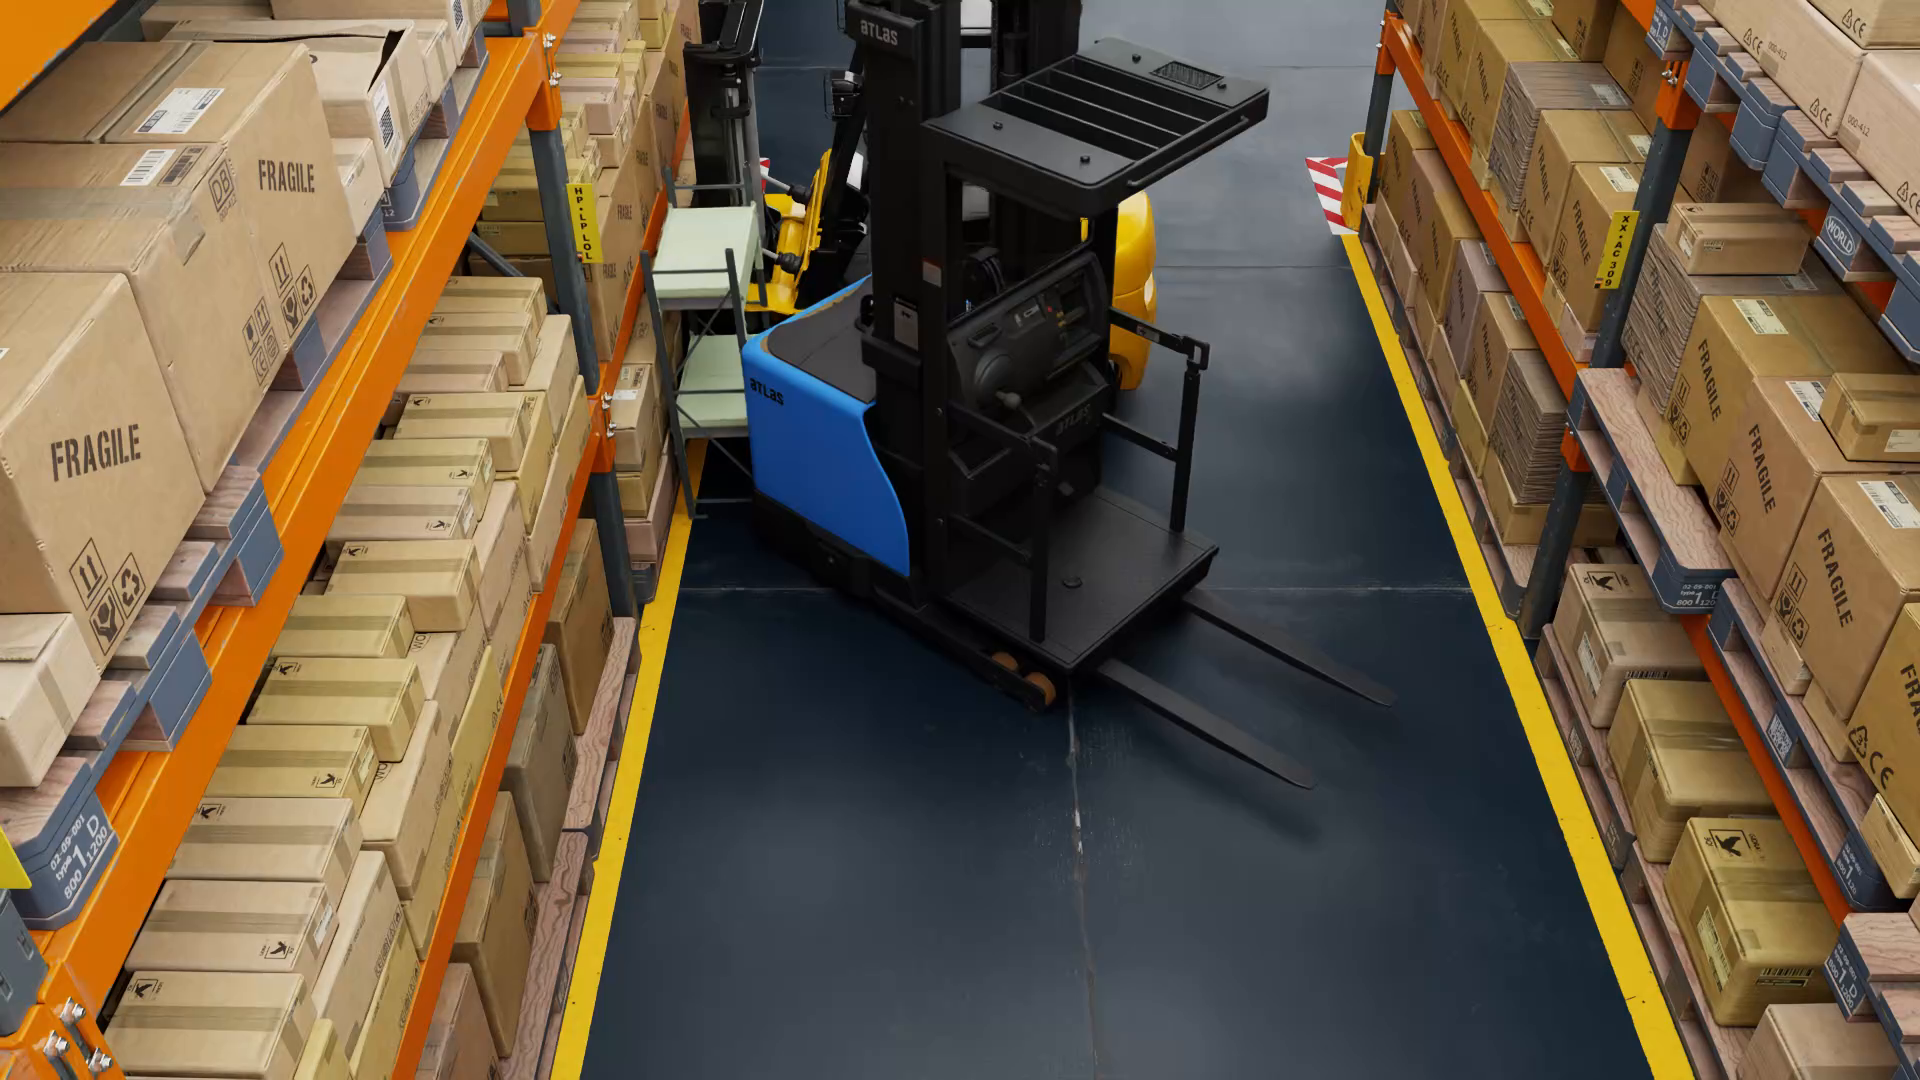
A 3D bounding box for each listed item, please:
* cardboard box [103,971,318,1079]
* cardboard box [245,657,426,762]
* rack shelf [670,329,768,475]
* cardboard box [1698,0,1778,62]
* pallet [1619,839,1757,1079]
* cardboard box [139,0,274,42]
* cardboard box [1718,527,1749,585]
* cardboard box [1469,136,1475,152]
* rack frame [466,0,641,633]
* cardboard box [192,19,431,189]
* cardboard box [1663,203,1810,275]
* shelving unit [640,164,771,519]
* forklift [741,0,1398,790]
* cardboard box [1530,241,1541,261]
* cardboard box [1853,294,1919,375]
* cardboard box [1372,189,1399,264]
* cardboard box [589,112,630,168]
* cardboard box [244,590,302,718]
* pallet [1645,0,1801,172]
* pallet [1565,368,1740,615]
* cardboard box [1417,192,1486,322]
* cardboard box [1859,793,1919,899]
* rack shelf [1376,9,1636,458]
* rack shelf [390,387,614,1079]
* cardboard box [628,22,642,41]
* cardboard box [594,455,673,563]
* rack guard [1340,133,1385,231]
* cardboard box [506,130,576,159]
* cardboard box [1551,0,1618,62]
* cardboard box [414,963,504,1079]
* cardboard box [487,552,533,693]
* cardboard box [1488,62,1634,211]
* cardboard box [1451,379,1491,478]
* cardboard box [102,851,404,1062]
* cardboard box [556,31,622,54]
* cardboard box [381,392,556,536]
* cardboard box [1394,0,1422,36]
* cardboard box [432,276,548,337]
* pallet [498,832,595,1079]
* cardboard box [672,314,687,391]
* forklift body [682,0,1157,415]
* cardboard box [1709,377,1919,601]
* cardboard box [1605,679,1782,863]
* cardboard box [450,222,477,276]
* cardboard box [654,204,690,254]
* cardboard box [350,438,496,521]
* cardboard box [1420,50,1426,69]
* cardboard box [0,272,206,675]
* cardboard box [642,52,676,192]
[{"bbox_3d":[-1.648,1.090,3.638,0.380,0.149,0.250,1,39,1],"label":"cardboard box"},{"bbox_3d":[-1.658,0.450,4.436,0.380,0.149,0.250,1,39,1],"label":"cardboard box"},{"bbox_3d":[-1.135,-0.673,8.106,0.431,0.370,0.720,-1,41,1],"label":"rack shelf"},{"bbox_3d":[2.618,-1.669,5.064,0.500,0.250,0.500,-1,39,-1],"label":"cardboard box"},{"bbox_3d":[3.025,1.582,5.853,1.003,0.211,1.213,0,39,0],"label":"pallet"},{"bbox_3d":[-2.140,-1.497,4.851,0.380,0.149,0.250,0,39,0],"label":"cardboard box"},{"bbox_3d":[2.730,0.016,5.442,0.380,0.149,0.250,1,39,1],"label":"cardboard box"},{"bbox_3d":[2.760,-1.975,8.262,0.380,0.149,0.250,-1,39,-1],"label":"cardboard box"},{"bbox_3d":[-1.945,-0.752,6.536,1.000,3.000,0.127,0,39,0],"label":"rack frame"},{"bbox_3d":[-1.700,-1.159,4.299,0.500,0.311,0.500,-1,39,-2],"label":"cardboard box"},{"bbox_3d":[2.666,-1.036,5.717,0.380,0.149,0.250,0,39,0],"label":"cardboard box"},{"bbox_3d":[-1.146,-0.917,7.891,0.431,1.500,0.755,-1,41,1],"label":"shelving unit"},{"bbox_3d":[0.448,-0.789,6.636,3.031,2.935,1.130,29,47,31],"label":"forklift"},{"bbox_3d":[2.798,-1.336,7.465,0.380,0.149,0.250,-1,39,-1],"label":"cardboard box"},{"bbox_3d":[3.251,-0.479,5.540,0.500,0.500,0.500,0,39,0],"label":"cardboard box"},{"bbox_3d":[2.738,-1.846,9.763,0.500,0.250,0.500,0,39,0],"label":"cardboard box"},{"bbox_3d":[-1.638,-1.723,7.149,0.380,0.149,0.250,1,39,1],"label":"cardboard box"},{"bbox_3d":[-2.212,0.384,4.838,0.500,0.250,0.500,-1,39,-1],"label":"cardboard box"},{"bbox_3d":[2.913,-1.469,5.182,1.213,0.211,1.003,0,39,0],"label":"pallet"},{"bbox_3d":[2.874,-0.205,6.007,1.003,0.211,1.213,0,39,0],"label":"pallet"},{"bbox_3d":[2.736,-1.483,8.711,0.500,0.500,0.500,1,39,1],"label":"cardboard box"},{"bbox_3d":[2.663,0.818,4.442,0.380,0.149,0.250,1,39,1],"label":"cardboard box"},{"bbox_3d":[3.016,-1.728,8.329,1.077,0.370,4.000,0,39,0],"label":"rack shelf"},{"bbox_3d":[-1.943,0.779,5.200,1.077,0.370,4.000,0,39,0],"label":"rack shelf"},{"bbox_3d":[-1.733,-2.371,7.957,0.380,0.149,0.250,0,39,0],"label":"cardboard box"},{"bbox_3d":[-1.614,-0.146,7.642,0.500,0.250,0.500,0,39,0],"label":"cardboard box"},{"bbox_3d":[3.014,-2.237,10.387,1.175,0.500,0.348,0,39,0],"label":"rack guard"},{"bbox_3d":[-1.757,-1.524,6.662,0.380,0.149,0.250,1,39,1],"label":"cardboard box"},{"bbox_3d":[3.191,-2.538,7.647,0.700,0.500,0.500,0,39,0],"label":"cardboard box"},{"bbox_3d":[-1.936,1.713,5.022,0.875,0.625,0.625,1,39,1],"label":"cardboard box"},{"bbox_3d":[-1.707,0.246,5.410,0.500,0.250,0.500,0,39,0],"label":"cardboard box"},{"bbox_3d":[2.757,-1.837,7.572,0.500,0.500,0.500,1,39,1],"label":"cardboard box"},{"bbox_3d":[2.739,-0.552,8.148,0.500,0.250,0.500,-1,39,-1],"label":"cardboard box"},{"bbox_3d":[-1.696,1.022,4.042,0.500,0.250,0.500,1,39,1],"label":"cardboard box"},{"bbox_3d":[-1.729,-2.166,7.463,0.380,0.149,0.250,0,39,0],"label":"cardboard box"},{"bbox_3d":[-1.681,-0.260,5.642,0.500,0.250,0.500,-1,39,-1],"label":"cardboard box"},{"bbox_3d":[2.737,-3.118,9.170,0.500,0.500,0.500,-1,39,-1],"label":"cardboard box"},{"bbox_3d":[-1.723,-0.831,6.035,0.380,0.149,0.250,1,39,2],"label":"cardboard box"},{"bbox_3d":[-1.901,1.561,5.878,1.003,0.211,1.213,0,39,0],"label":"pallet"},{"bbox_3d":[-1.628,-0.970,8.271,0.500,0.250,0.500,0,39,0],"label":"cardboard box"},{"bbox_3d":[-0.123,-1.738,8.444,2.313,2.155,1.214,0,39,0],"label":"forklift body"},{"bbox_3d":[2.720,-0.161,5.145,0.500,0.500,0.500,0,39,0],"label":"cardboard box"},{"bbox_3d":[3.026,0.881,6.263,0.950,0.372,0.625,2,39,3],"label":"cardboard box"},{"bbox_3d":[-2.216,-1.072,6.855,0.500,0.500,0.500,0,39,0],"label":"cardboard box"},{"bbox_3d":[-1.627,-1.495,8.526,0.500,0.250,0.500,-1,39,-1],"label":"cardboard box"},{"bbox_3d":[-1.686,-0.188,5.233,0.380,0.149,0.250,-1,39,-1],"label":"cardboard box"},{"bbox_3d":[2.741,-2.625,9.074,0.380,0.149,0.250,-1,39,-1],"label":"cardboard box"},{"bbox_3d":[-1.698,-0.117,2.848,0.500,0.500,0.500,0,39,0],"label":"cardboard box"},{"bbox_3d":[-1.683,-2.026,8.045,0.500,0.500,0.500,0,39,0],"label":"cardboard box"}]
